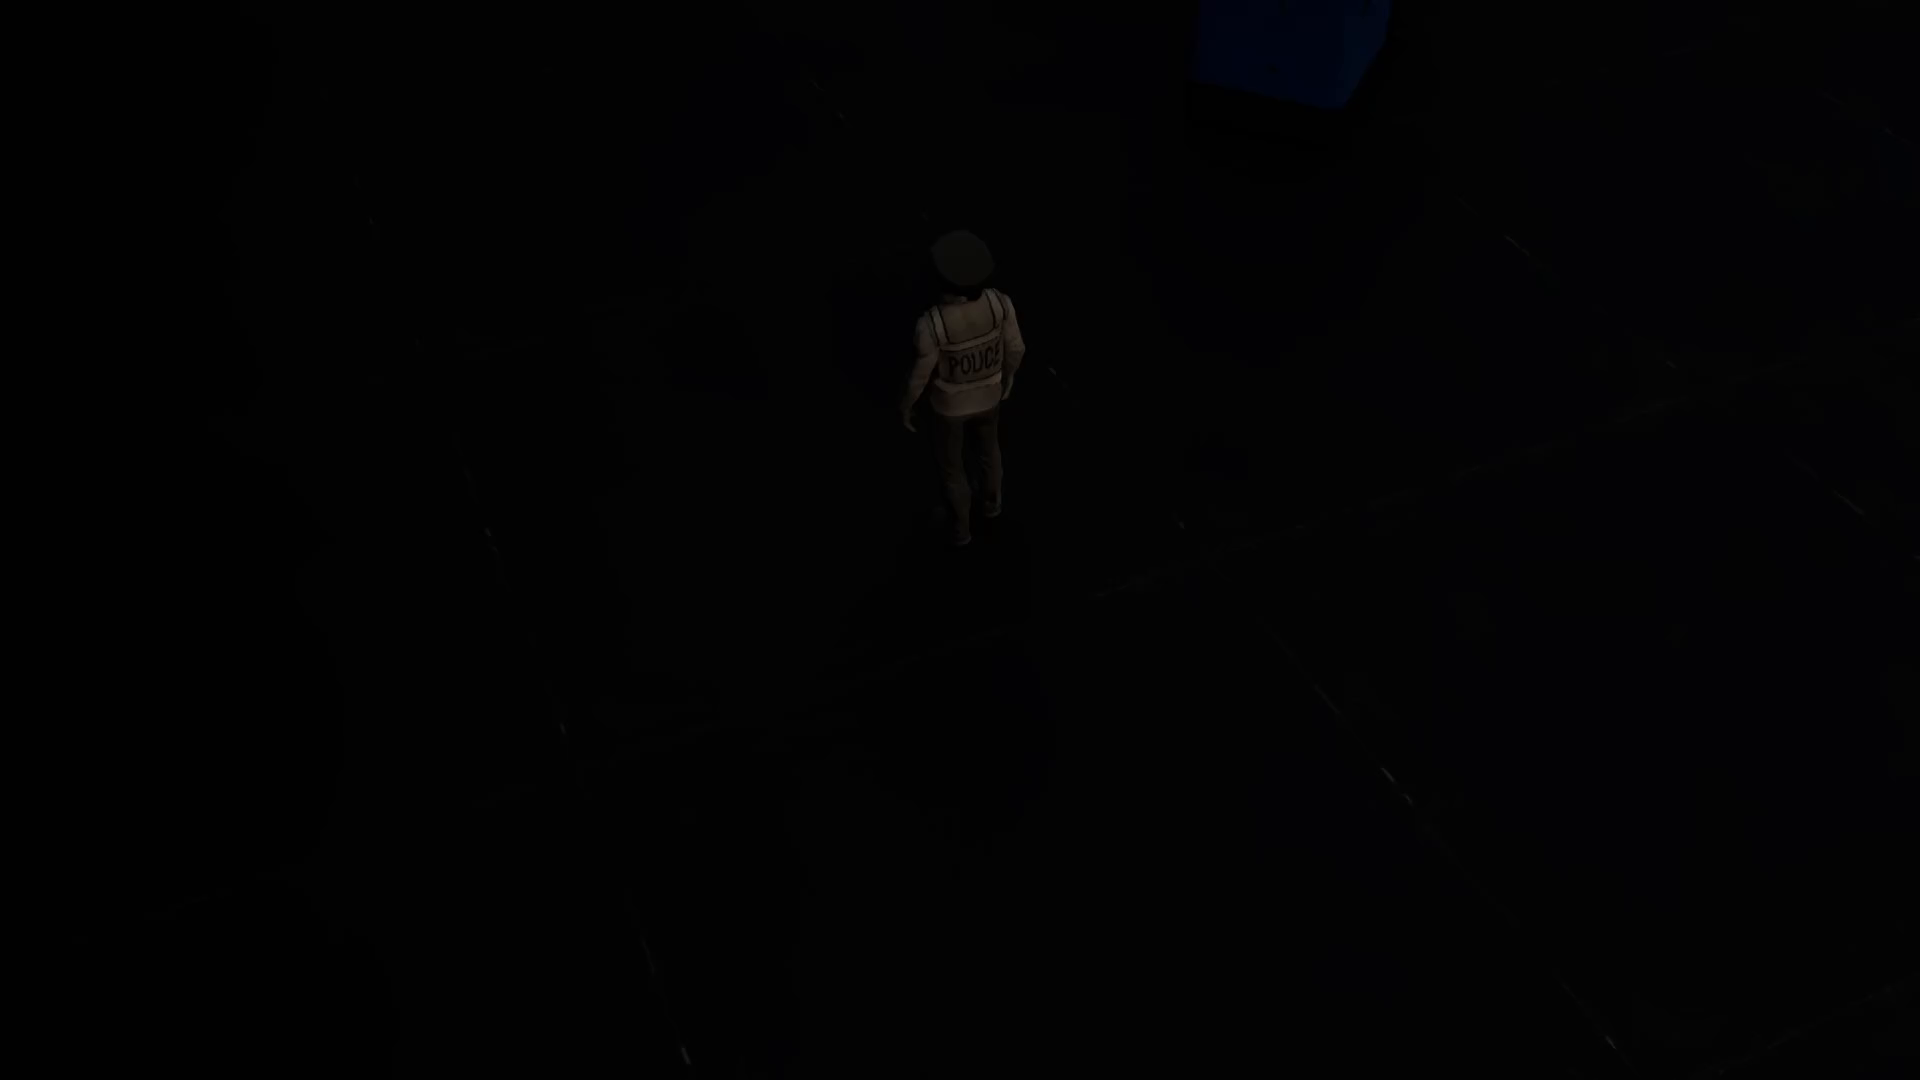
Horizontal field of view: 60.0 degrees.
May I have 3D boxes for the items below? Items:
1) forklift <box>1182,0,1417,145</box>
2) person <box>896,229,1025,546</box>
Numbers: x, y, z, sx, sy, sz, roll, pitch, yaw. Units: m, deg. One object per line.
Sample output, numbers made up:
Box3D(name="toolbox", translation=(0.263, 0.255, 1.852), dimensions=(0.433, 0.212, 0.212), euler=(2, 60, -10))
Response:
Box3D(name="forklift", translation=(2.509, -4.540, 10.545), dimensions=(1.130, 2.935, 3.031), euler=(18, 46, 18))
Box3D(name="person", translation=(-0.022, -0.669, 7.292), dimensions=(0.586, 1.695, 0.533), euler=(-18, 46, -18))
